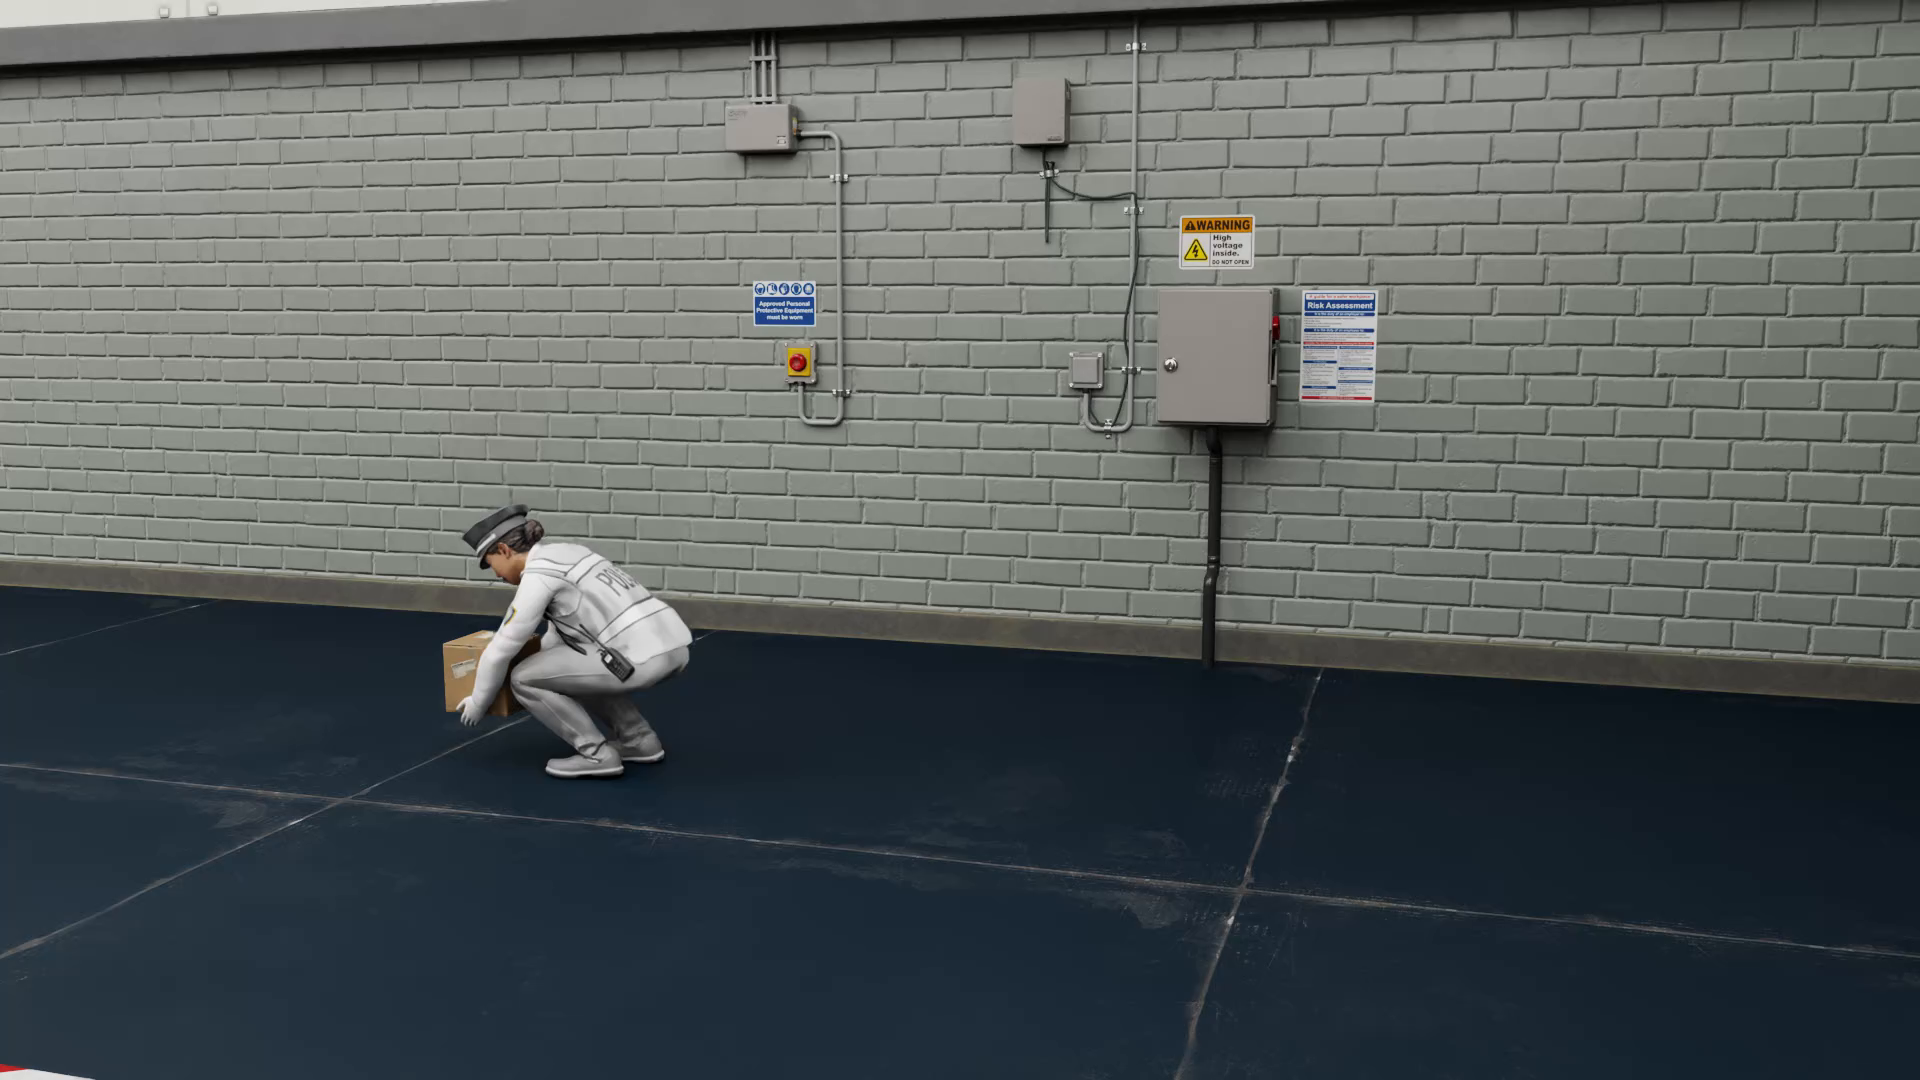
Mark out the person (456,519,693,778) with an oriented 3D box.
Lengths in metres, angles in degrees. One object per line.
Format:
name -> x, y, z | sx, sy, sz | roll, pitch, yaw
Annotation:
person -> -1.373, 0.367, 5.911 | 0.814, 0.928, 0.519 | 2, 9, 16
